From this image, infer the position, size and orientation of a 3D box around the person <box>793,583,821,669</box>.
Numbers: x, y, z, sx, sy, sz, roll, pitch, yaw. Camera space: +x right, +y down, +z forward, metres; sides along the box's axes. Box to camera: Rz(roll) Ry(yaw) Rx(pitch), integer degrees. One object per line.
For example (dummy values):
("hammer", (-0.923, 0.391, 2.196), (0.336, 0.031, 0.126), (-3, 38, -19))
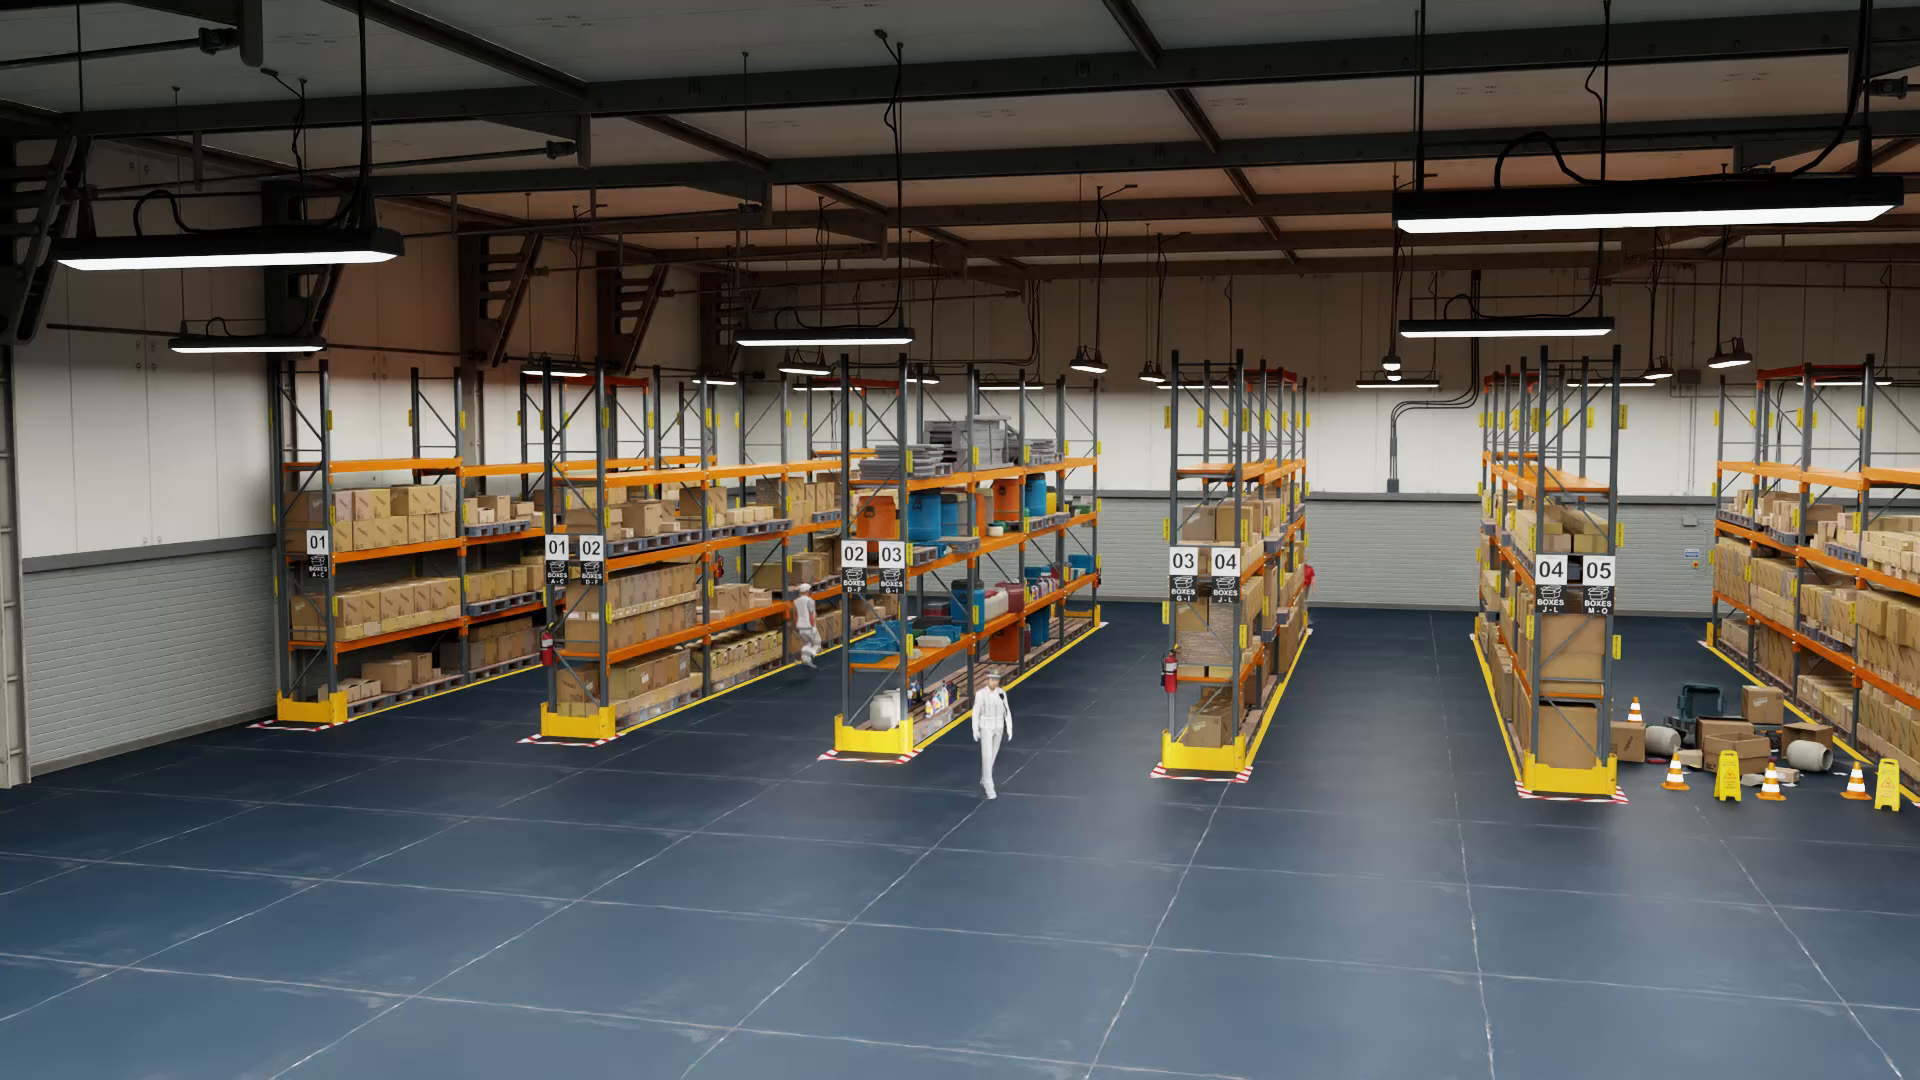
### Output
("person", (-2.983, 1.651, 32.187), (0.582, 1.644, 0.604), (2, 4, 22))

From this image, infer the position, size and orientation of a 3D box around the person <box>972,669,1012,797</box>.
("person", (0.449, 2.554, 22.336), (0.521, 1.646, 0.796), (-2, 5, -29))

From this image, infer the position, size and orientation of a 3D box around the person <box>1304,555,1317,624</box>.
("person", (8.457, 1.200, 40.884), (0.513, 1.650, 1.116), (-2, 5, -27))
